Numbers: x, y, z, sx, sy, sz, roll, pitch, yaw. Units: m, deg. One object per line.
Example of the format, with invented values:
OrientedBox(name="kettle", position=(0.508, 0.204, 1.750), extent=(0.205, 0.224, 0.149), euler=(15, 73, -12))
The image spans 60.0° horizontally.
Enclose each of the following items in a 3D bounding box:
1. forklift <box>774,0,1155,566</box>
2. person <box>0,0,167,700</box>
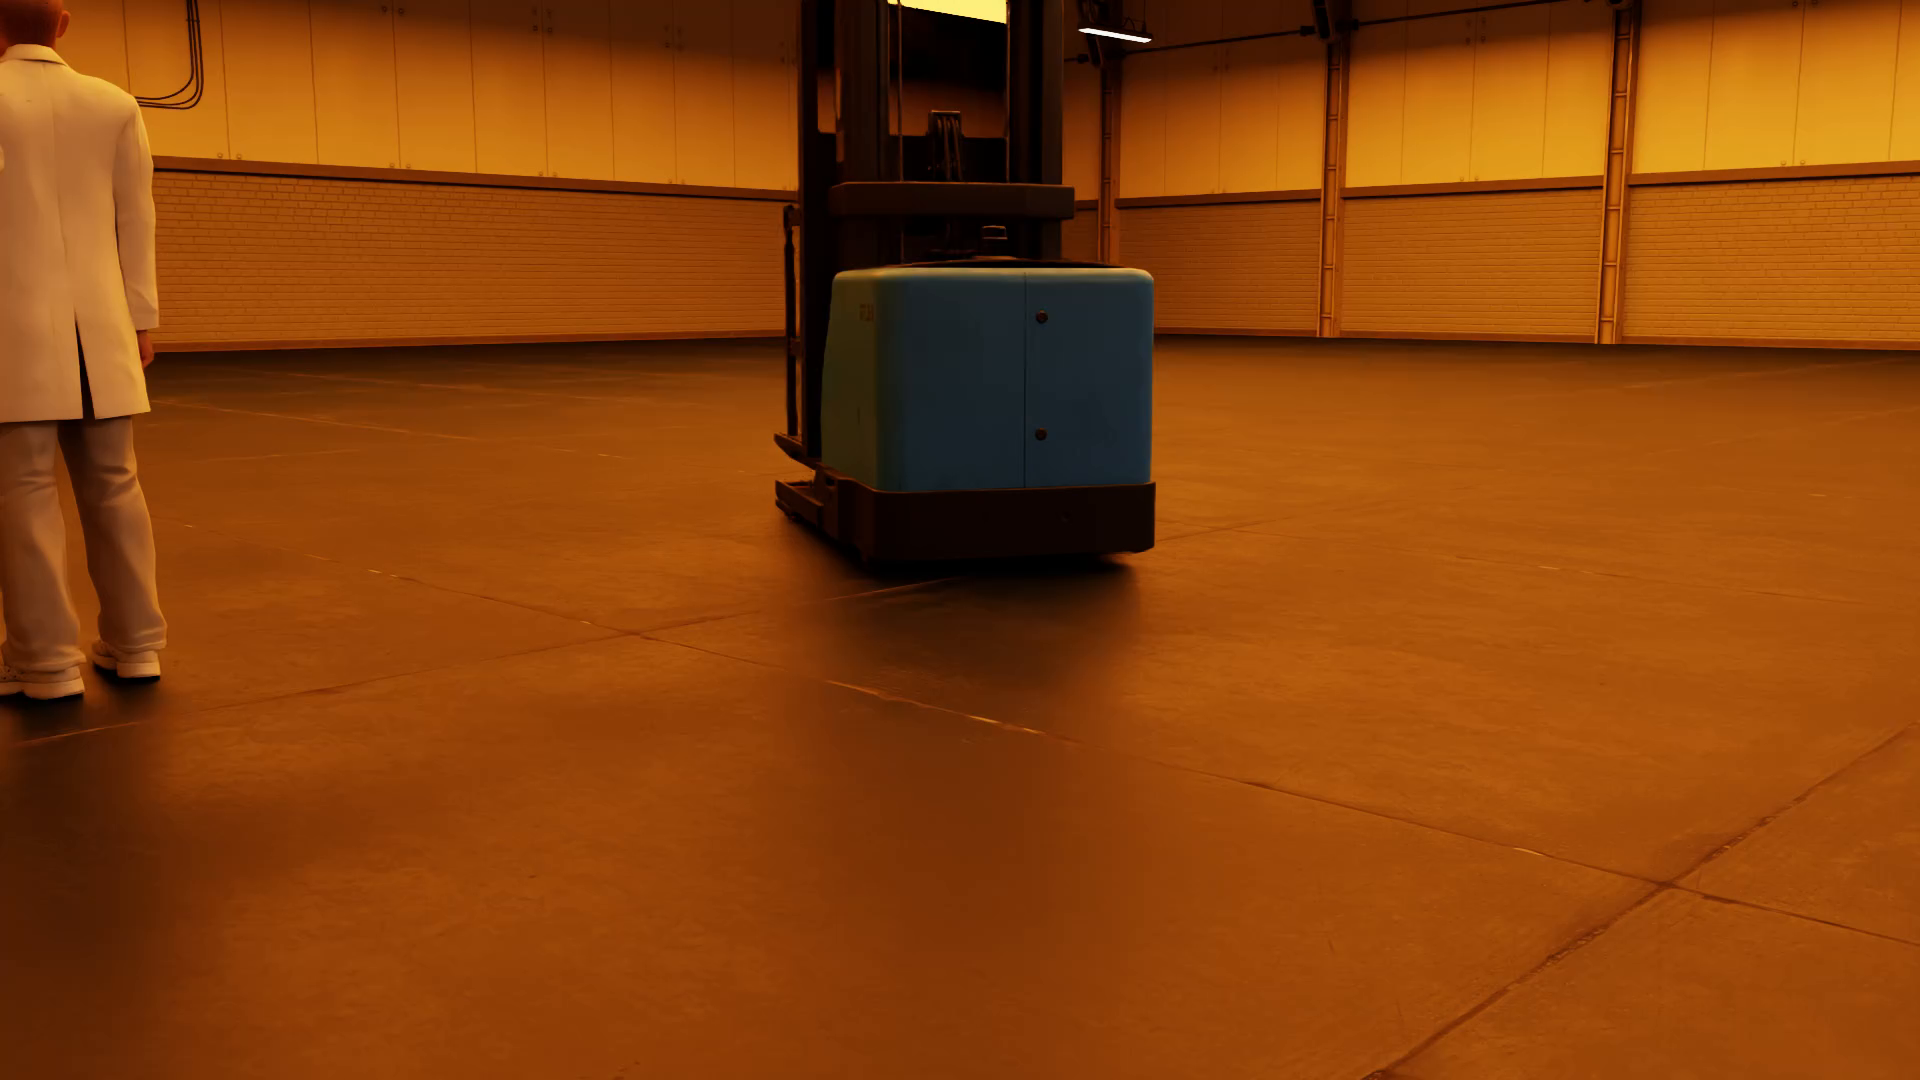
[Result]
OrientedBox(name="forklift", position=(-0.195, -1.538, 7.090), extent=(1.130, 2.935, 3.031), euler=(-2, 9, -16))
OrientedBox(name="person", position=(-2.293, -0.513, 4.138), extent=(0.383, 1.783, 0.561), euler=(5, 10, 32))
